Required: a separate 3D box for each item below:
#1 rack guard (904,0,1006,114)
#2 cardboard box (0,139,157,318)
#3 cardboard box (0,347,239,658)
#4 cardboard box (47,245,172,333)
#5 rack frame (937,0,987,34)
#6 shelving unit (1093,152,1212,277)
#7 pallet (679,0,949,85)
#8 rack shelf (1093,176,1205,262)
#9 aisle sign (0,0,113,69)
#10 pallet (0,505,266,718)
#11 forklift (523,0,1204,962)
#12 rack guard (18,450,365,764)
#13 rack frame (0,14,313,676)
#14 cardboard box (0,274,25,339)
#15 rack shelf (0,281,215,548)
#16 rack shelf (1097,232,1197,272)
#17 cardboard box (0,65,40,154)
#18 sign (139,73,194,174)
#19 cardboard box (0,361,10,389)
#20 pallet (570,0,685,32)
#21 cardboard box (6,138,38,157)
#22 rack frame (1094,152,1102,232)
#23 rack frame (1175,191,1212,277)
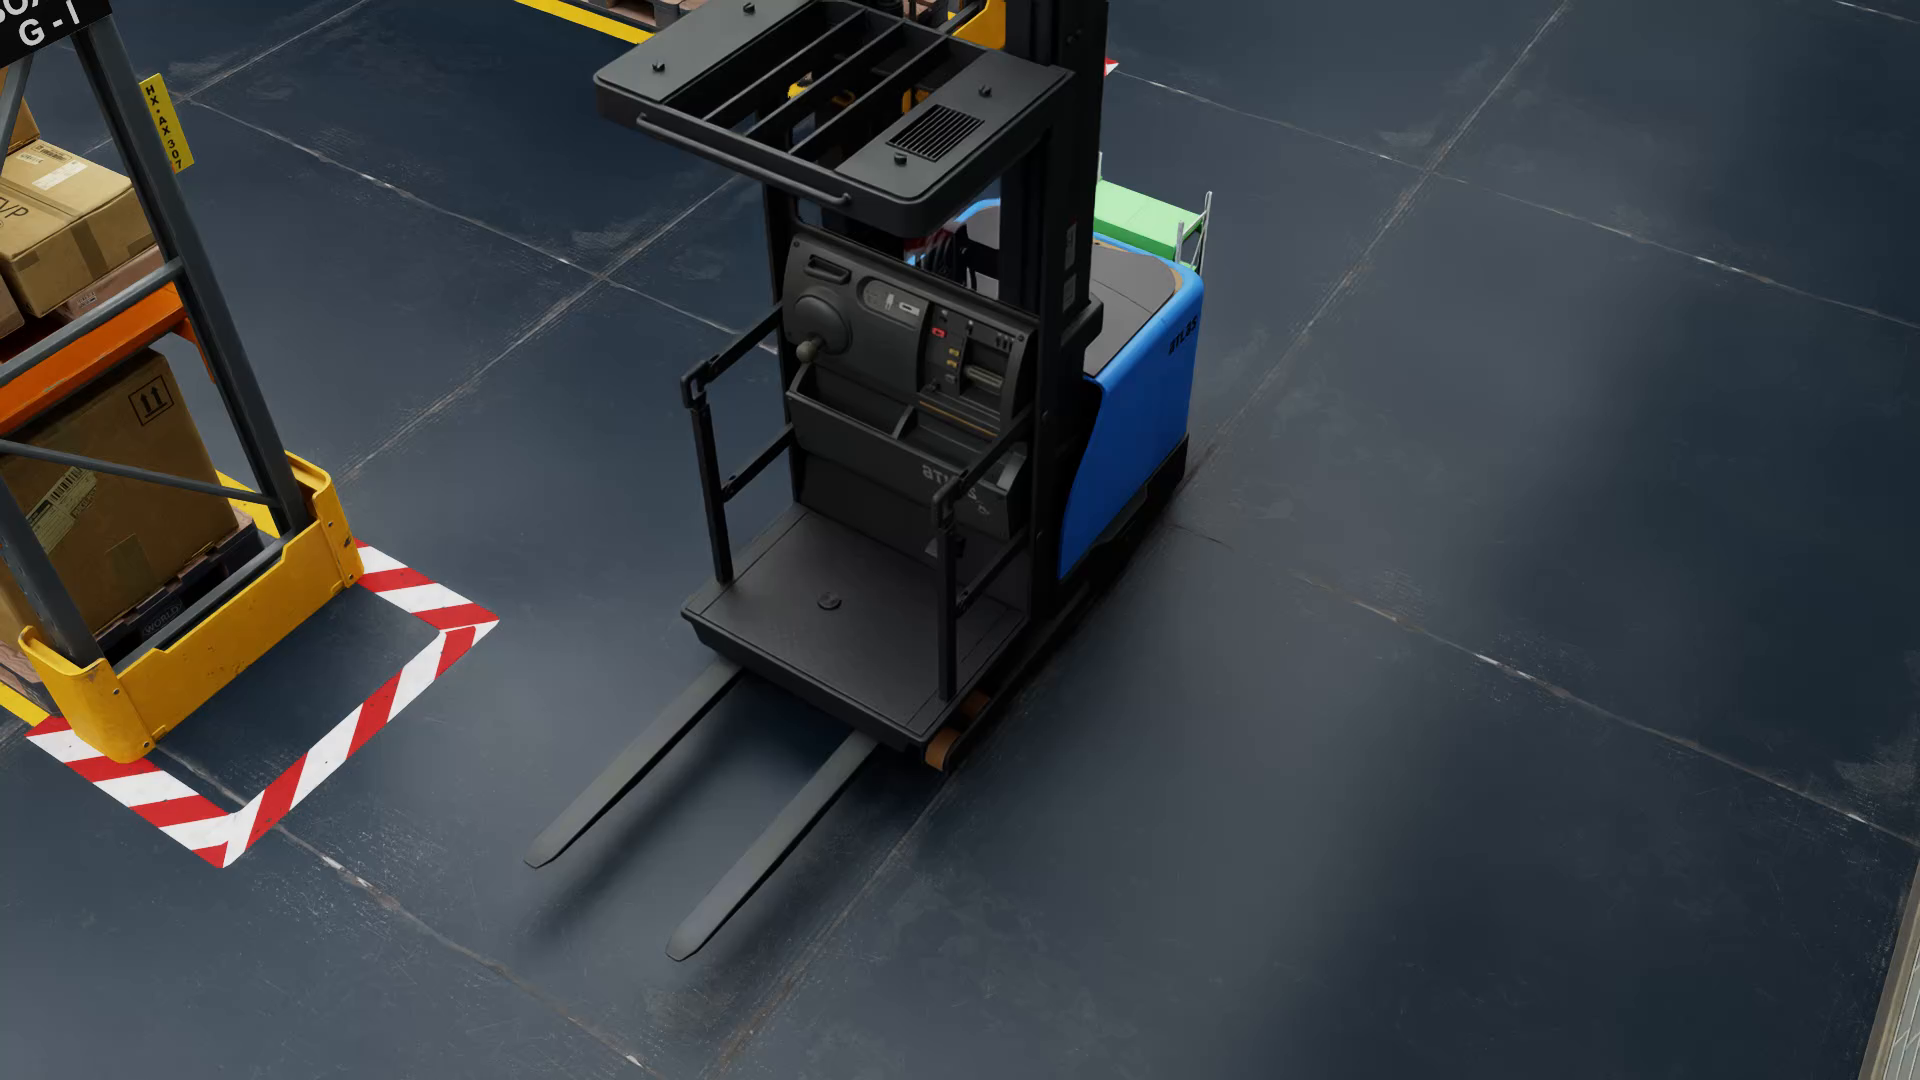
[{"bbox_3d":[-0.128,-2.770,9.093,0.348,0.500,1.175,25,51,22],"label":"rack guard"},{"bbox_3d":[-3.087,-1.052,5.578,0.500,0.250,0.500,23,50,21],"label":"cardboard box"},{"bbox_3d":[-3.411,-0.258,6.097,0.875,0.875,0.875,25,51,22],"label":"cardboard box"},{"bbox_3d":[-2.950,-0.901,5.709,0.250,0.149,0.380,25,51,23],"label":"cardboard box"},{"bbox_3d":[-0.155,-3.642,8.198,0.127,3.000,1.000,25,51,22],"label":"rack frame"},{"bbox_3d":[0.690,-0.943,6.829,0.503,1.200,0.258,26,51,23],"label":"shelving unit"},{"bbox_3d":[-0.828,-3.013,9.531,1.213,0.211,1.003,25,51,22],"label":"pallet"},{"bbox_3d":[0.691,-1.233,6.531,0.480,0.148,0.258,26,51,23],"label":"rack shelf"},{"bbox_3d":[-2.606,-1.711,4.509,0.004,0.787,0.394,25,51,22],"label":"aisle sign"},{"bbox_3d":[-3.544,0.057,6.547,1.213,0.211,1.003,25,51,22],"label":"pallet"},{"bbox_3d":[-0.306,-0.589,5.279,1.130,2.935,3.031,26,51,23],"label":"forklift"},{"bbox_3d":[-2.809,0.228,6.180,0.348,0.500,1.175,25,51,22],"label":"rack guard"},{"bbox_3d":[-2.829,-0.652,5.292,0.127,3.000,1.000,25,51,22],"label":"rack frame"},{"bbox_3d":[-3.380,-0.731,5.266,0.500,0.250,0.500,24,50,22],"label":"cardboard box"},{"bbox_3d":[-4.512,-1.176,6.303,4.000,0.370,1.077,25,51,22],"label":"rack shelf"},{"bbox_3d":[0.690,-1.065,6.703,0.480,0.148,0.258,26,51,23],"label":"rack shelf"},{"bbox_3d":[-3.508,-1.507,5.497,0.500,0.500,0.500,24,50,21],"label":"cardboard box"},{"bbox_3d":[-2.524,-1.314,5.277,0.005,0.325,0.100,25,51,22],"label":"sign"},{"bbox_3d":[-3.307,-0.504,5.323,0.250,0.149,0.380,26,51,23],"label":"cardboard box"},{"bbox_3d":[-1.851,-3.486,9.990,1.213,0.211,1.003,25,51,22],"label":"pallet"},{"bbox_3d":[-3.528,-1.250,5.770,0.500,0.250,0.500,24,51,22],"label":"cardboard box"},{"bbox_3d":[0.488,-1.040,6.924,0.015,1.200,0.240,26,51,23],"label":"rack frame"},{"bbox_3d":[0.893,-0.845,6.734,0.015,1.200,0.240,26,51,23],"label":"rack frame"}]
